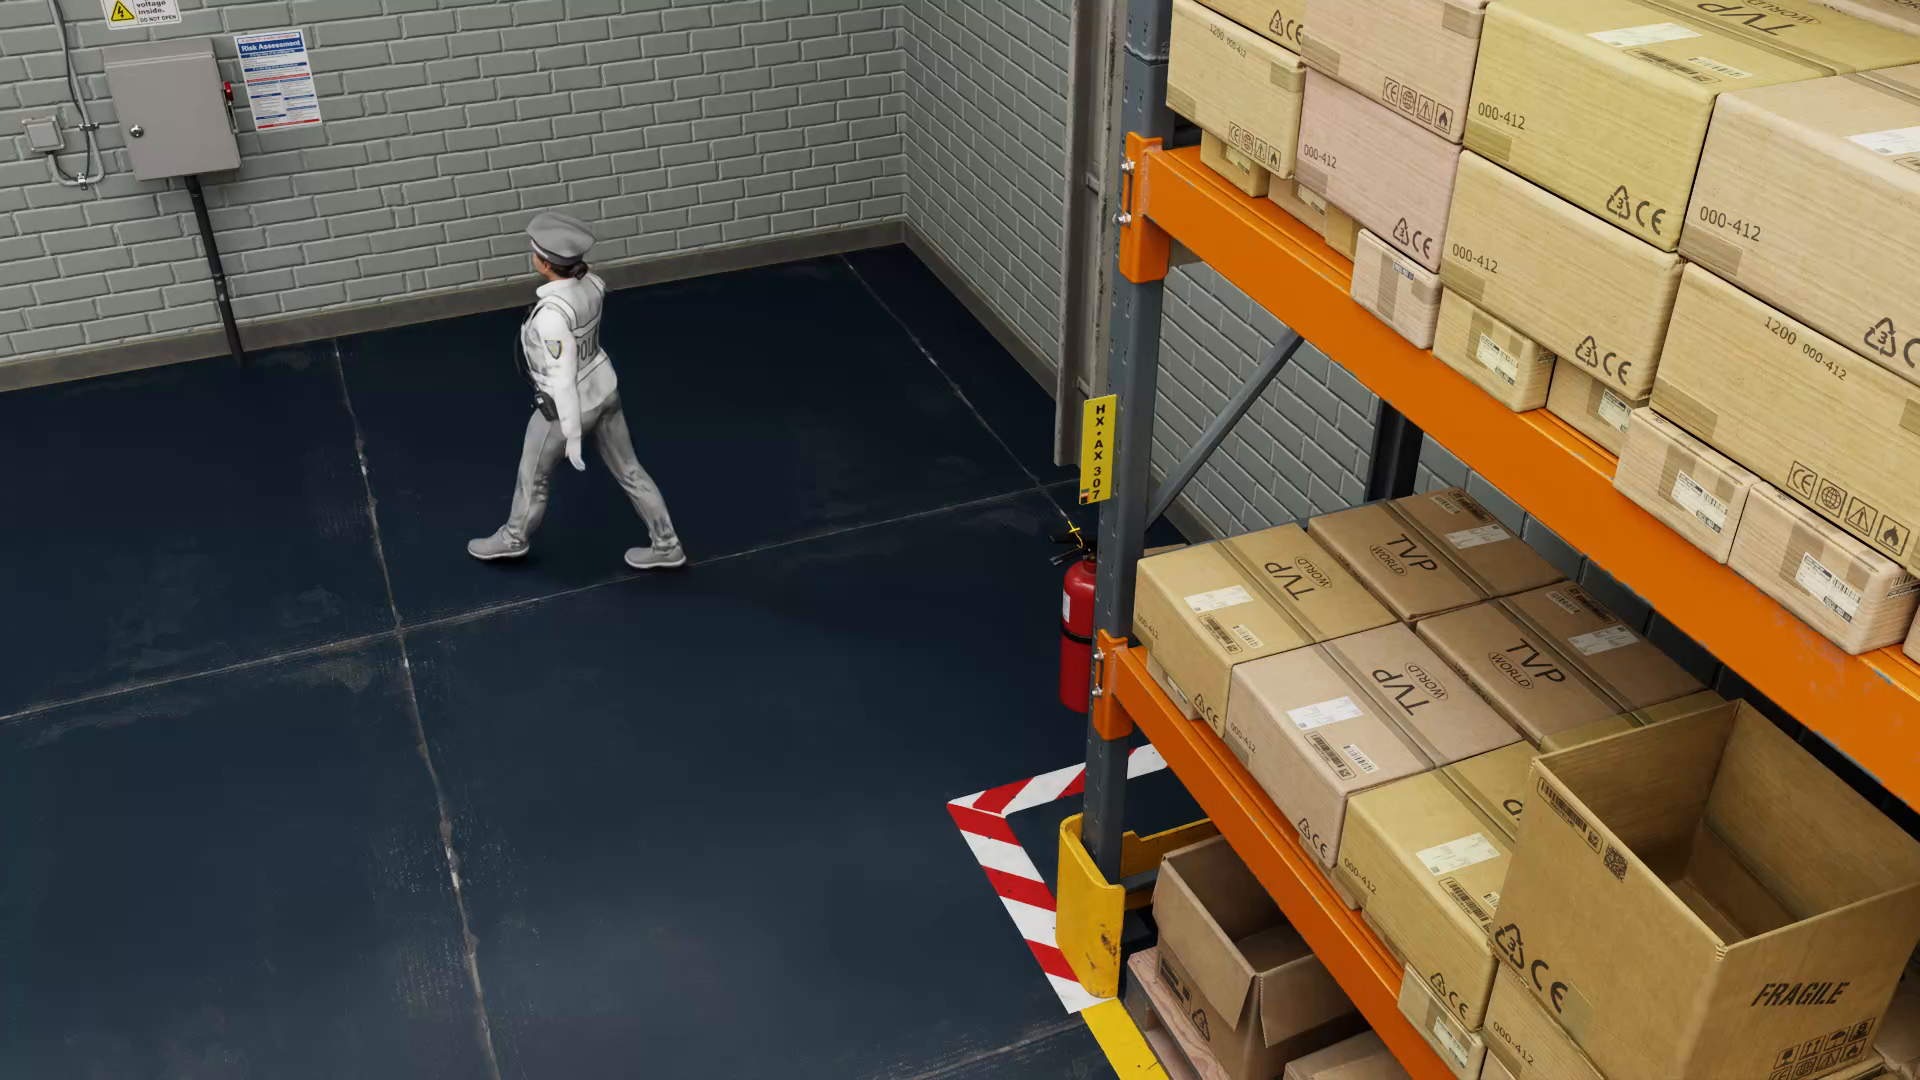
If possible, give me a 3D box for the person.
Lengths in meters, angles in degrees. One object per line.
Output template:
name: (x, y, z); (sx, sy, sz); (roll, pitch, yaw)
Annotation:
person: (-1.693, -0.614, 7.011); (0.973, 1.636, 0.521); (13, 36, 18)
